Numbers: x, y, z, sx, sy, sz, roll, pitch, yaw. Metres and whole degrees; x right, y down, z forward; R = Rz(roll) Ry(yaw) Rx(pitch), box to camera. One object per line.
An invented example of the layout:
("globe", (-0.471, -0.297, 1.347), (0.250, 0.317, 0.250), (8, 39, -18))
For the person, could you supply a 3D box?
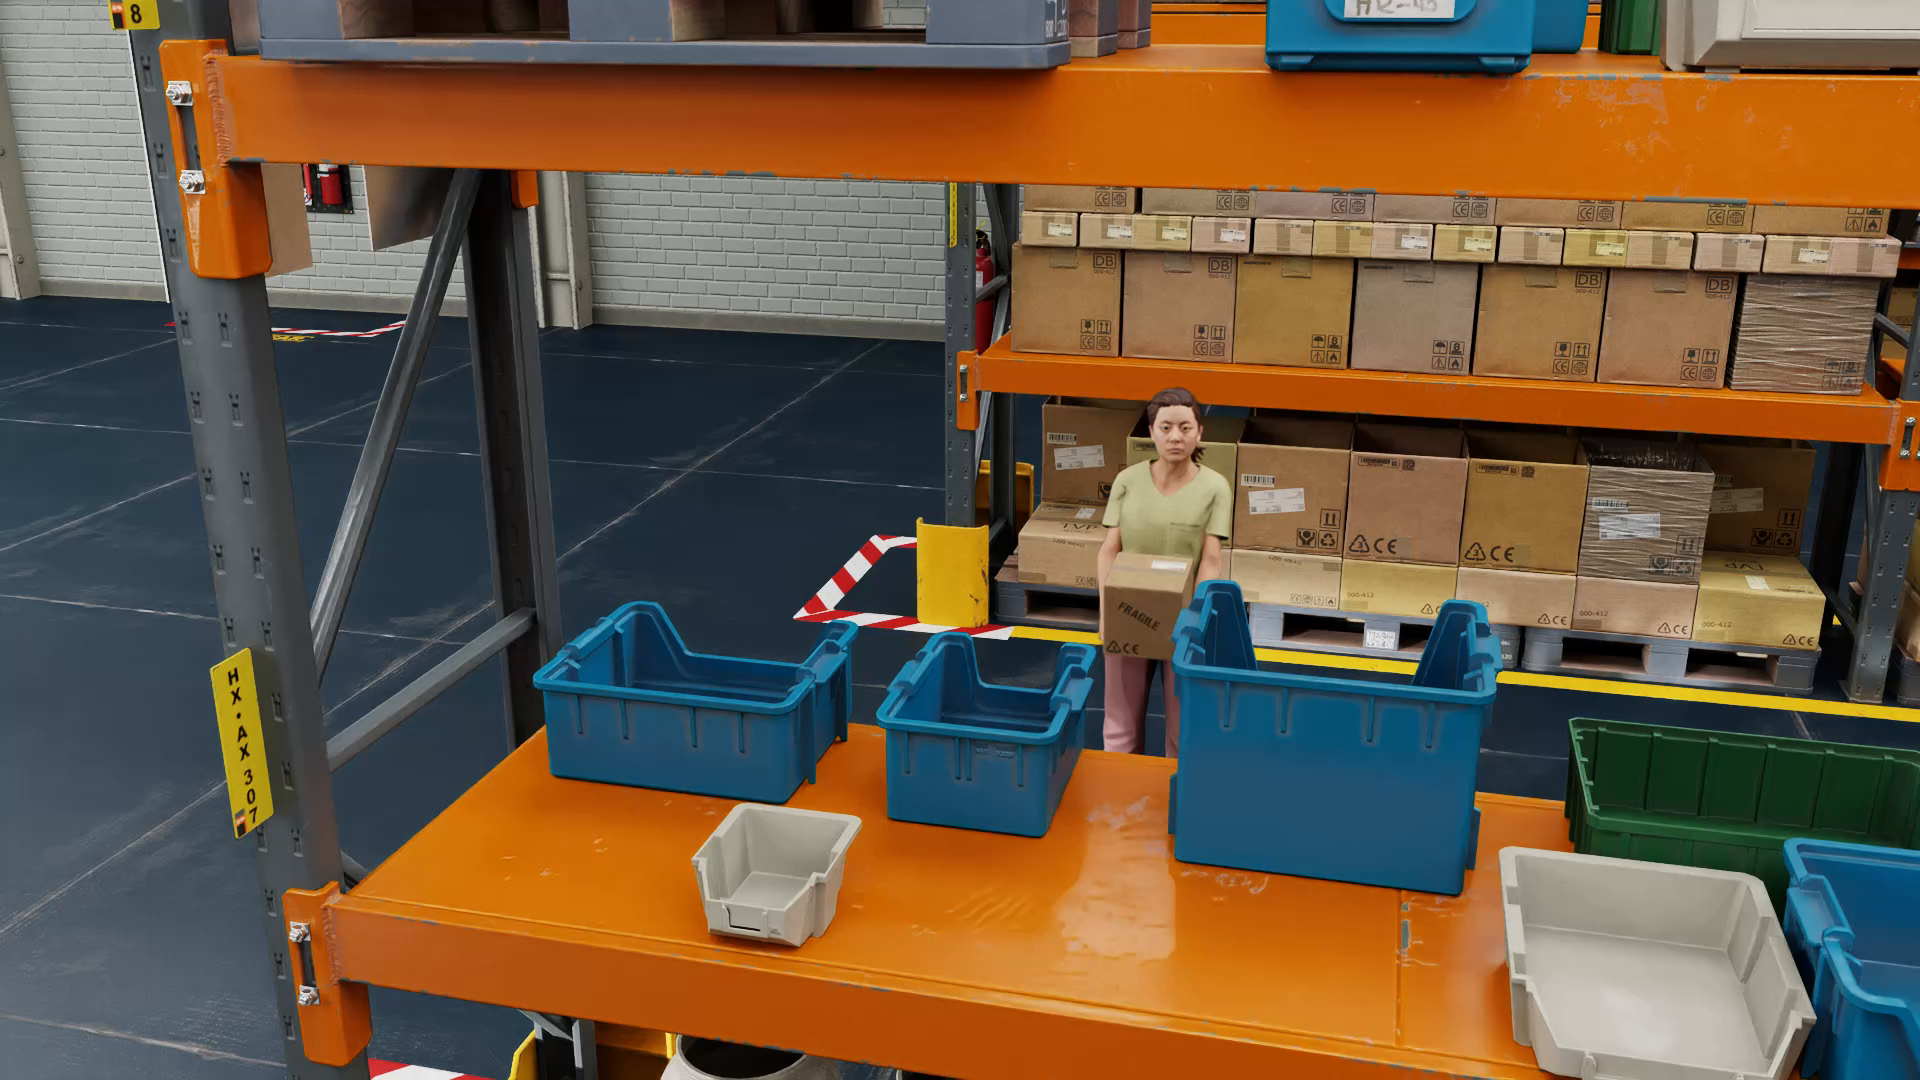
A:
("person", (0.666, 0.328, 5.592), (0.425, 1.663, 0.553), (5, 19, 15))
